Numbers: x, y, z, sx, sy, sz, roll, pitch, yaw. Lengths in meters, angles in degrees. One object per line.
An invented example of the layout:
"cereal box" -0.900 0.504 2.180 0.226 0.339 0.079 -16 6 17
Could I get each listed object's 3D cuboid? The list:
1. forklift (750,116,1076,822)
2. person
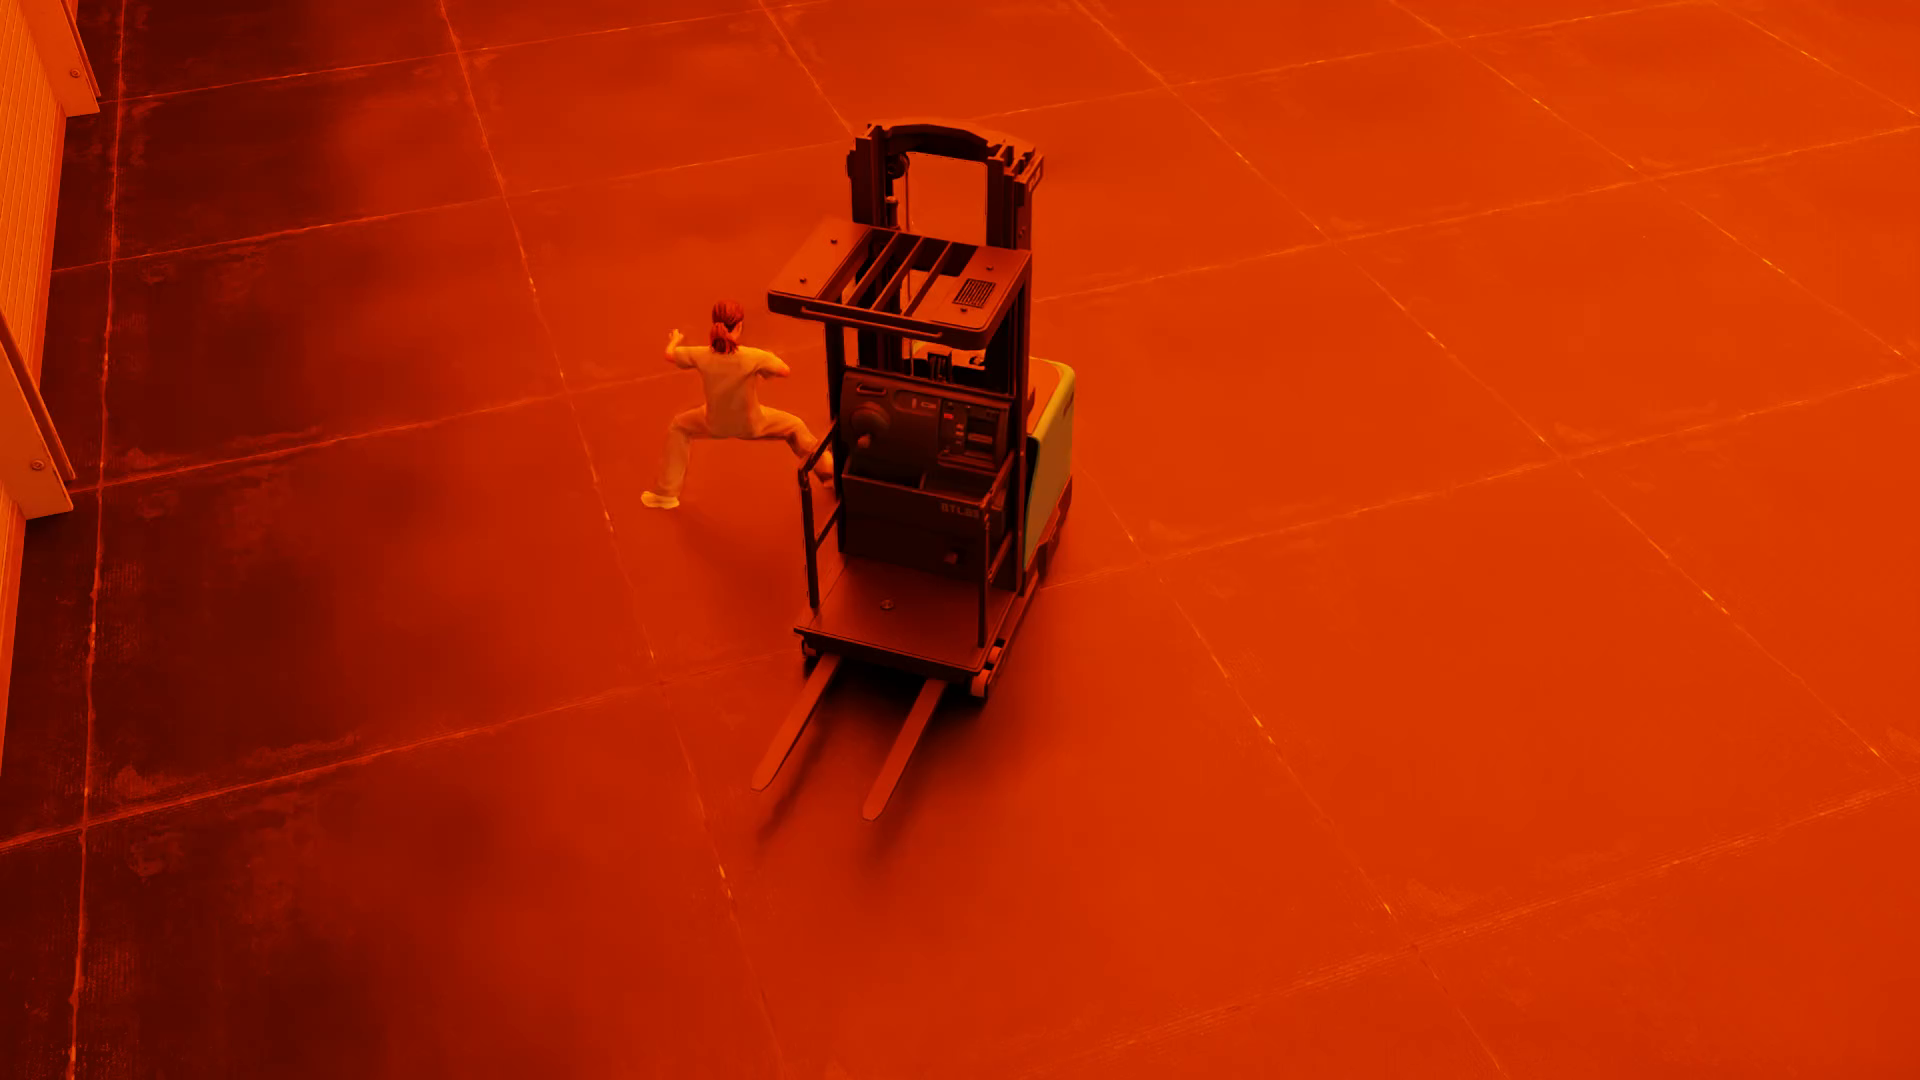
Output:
"forklift" -0.259 -0.544 8.644 1.130 2.935 3.031 12 42 14
"person" -1.393 -0.875 10.184 1.218 1.463 0.688 2 40 3
